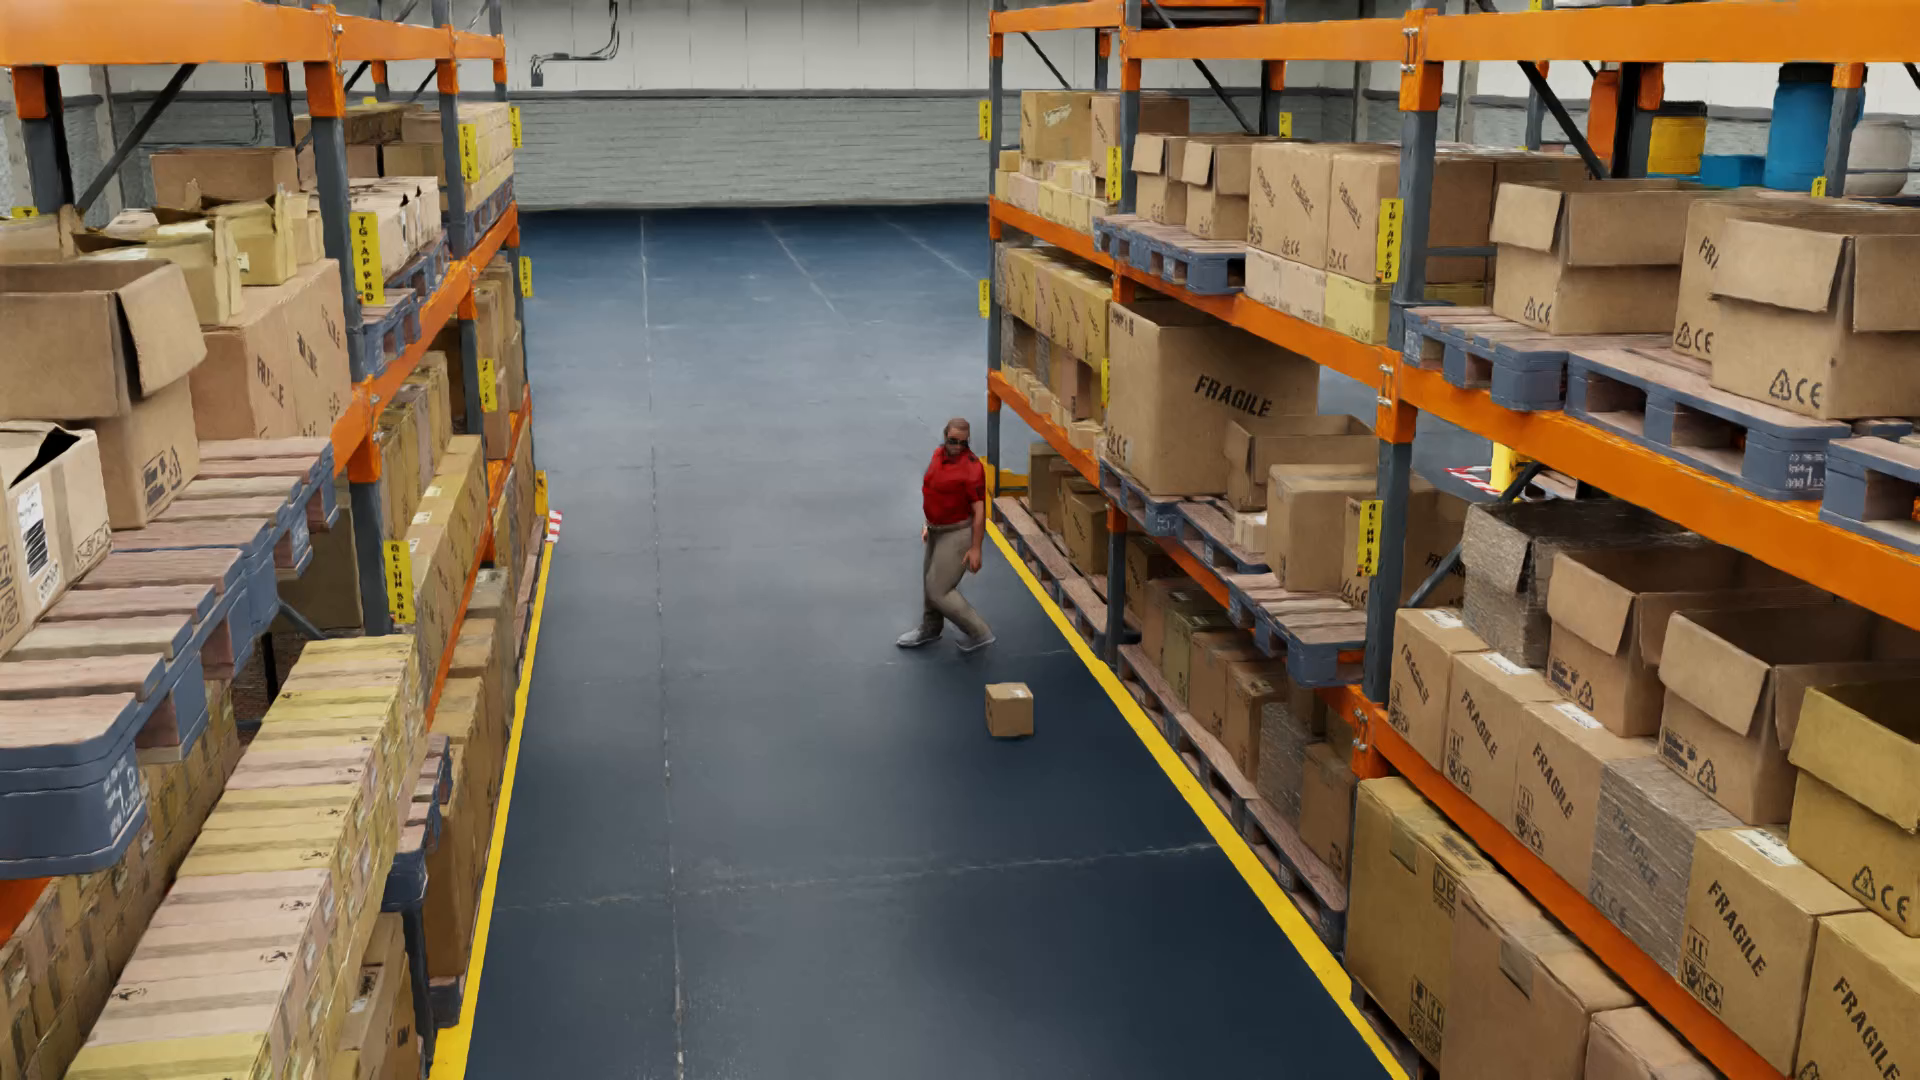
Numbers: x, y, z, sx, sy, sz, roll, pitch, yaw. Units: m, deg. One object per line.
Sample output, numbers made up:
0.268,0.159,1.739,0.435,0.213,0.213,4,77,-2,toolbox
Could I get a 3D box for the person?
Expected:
-0.097,-0.032,11.230,0.524,1.694,0.682,-6,17,-20,person
